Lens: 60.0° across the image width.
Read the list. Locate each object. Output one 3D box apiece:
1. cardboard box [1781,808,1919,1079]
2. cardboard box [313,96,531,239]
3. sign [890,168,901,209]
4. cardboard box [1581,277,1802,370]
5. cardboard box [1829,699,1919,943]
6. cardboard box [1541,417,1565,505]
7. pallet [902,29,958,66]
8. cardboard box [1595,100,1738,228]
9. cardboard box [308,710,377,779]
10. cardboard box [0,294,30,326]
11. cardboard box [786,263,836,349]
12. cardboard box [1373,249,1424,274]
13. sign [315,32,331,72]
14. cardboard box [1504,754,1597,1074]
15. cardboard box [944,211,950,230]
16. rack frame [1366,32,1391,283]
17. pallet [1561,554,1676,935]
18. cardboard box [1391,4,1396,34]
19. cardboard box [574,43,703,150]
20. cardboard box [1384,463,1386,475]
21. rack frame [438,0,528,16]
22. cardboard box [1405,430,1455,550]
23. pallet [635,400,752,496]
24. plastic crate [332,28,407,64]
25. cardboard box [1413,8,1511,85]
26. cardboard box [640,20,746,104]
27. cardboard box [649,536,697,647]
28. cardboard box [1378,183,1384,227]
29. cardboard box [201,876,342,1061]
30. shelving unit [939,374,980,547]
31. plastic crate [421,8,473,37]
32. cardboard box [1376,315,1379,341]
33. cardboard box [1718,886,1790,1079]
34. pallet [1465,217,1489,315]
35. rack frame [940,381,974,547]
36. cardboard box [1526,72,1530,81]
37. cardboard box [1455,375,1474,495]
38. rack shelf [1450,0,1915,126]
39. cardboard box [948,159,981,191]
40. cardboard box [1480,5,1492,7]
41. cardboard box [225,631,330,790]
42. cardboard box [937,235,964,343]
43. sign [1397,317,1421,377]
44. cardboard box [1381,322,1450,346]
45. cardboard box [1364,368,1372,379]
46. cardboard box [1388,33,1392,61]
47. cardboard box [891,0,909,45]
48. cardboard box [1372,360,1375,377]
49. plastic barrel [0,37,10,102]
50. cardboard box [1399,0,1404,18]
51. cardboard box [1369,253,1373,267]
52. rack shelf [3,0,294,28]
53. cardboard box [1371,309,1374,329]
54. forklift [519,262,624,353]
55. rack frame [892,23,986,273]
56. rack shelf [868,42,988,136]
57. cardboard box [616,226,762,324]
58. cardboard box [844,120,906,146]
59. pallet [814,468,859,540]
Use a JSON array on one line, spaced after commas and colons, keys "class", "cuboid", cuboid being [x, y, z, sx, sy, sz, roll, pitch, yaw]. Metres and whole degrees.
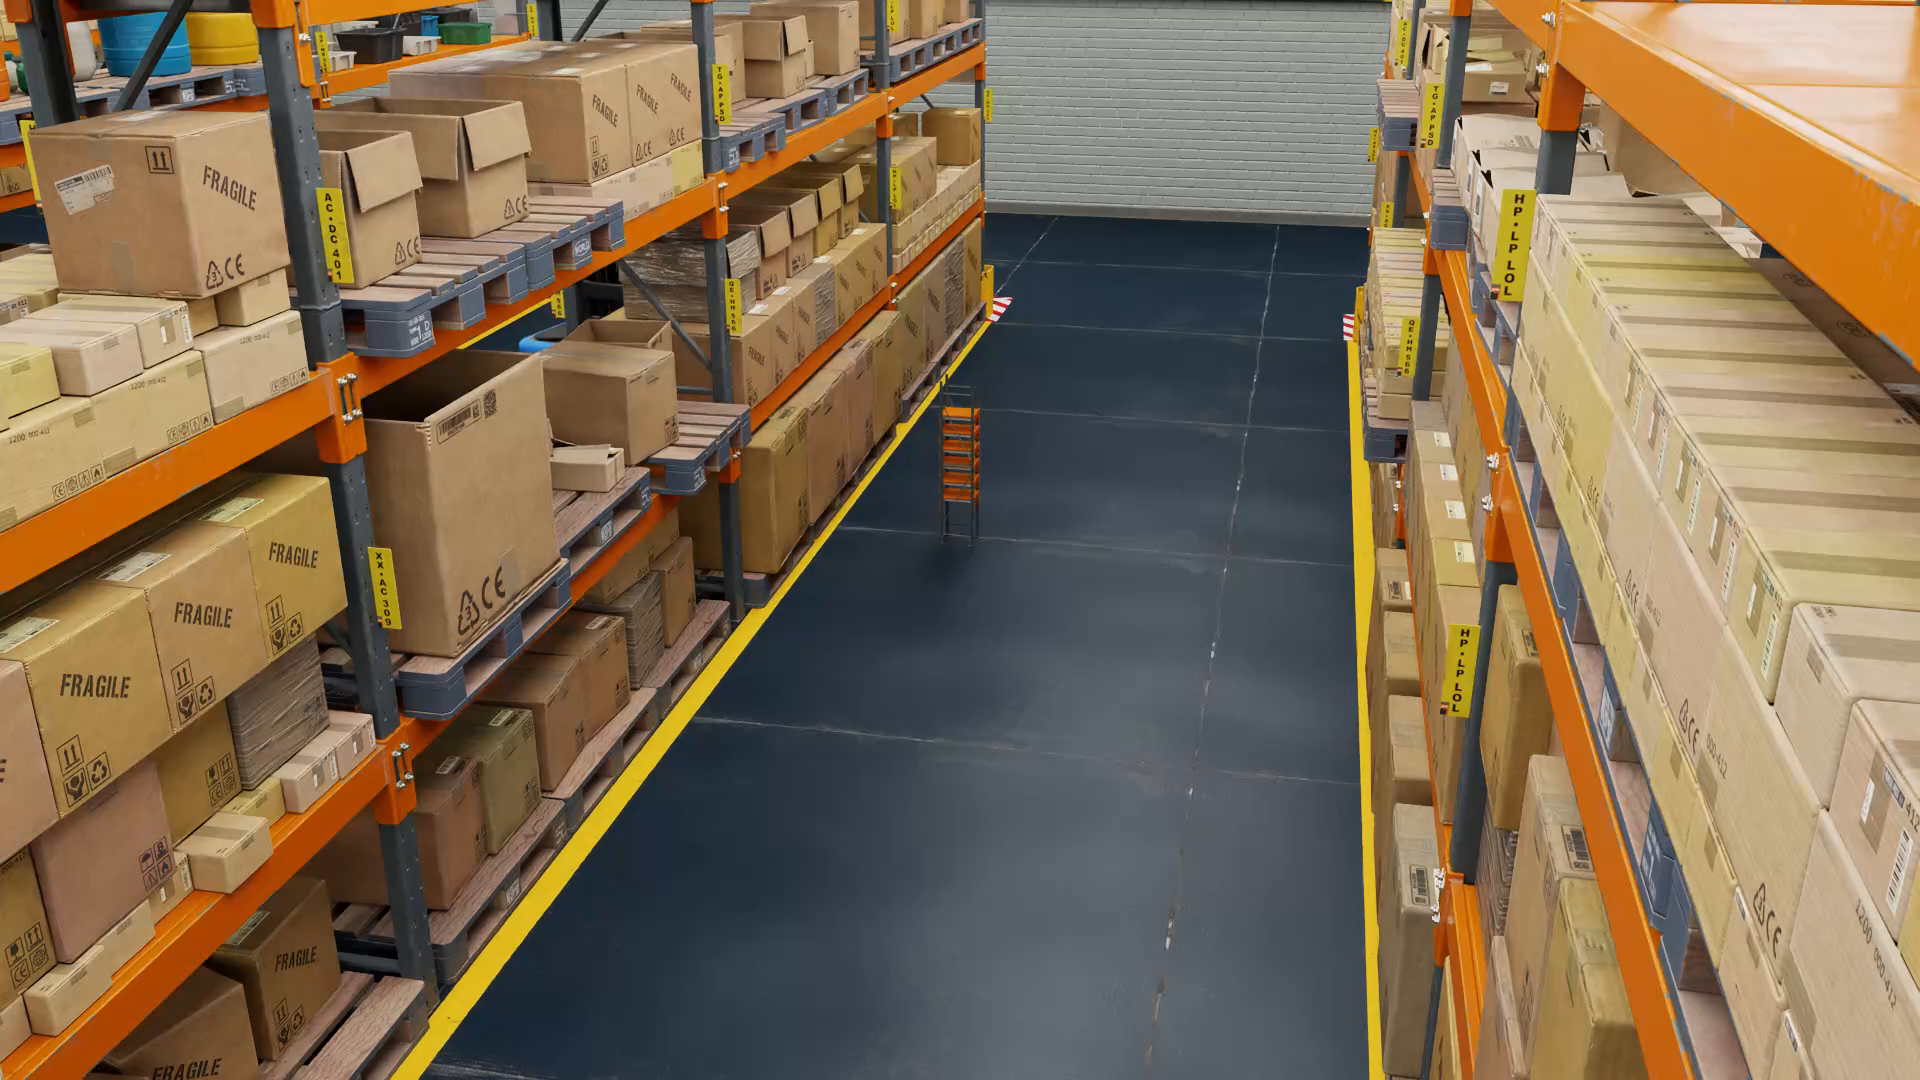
[{"class": "cardboard box", "cuboid": [1.154, 0.521, 1.636, 0.500, 0.250, 0.500, 5, 22, 12]}, {"class": "cardboard box", "cuboid": [-2.307, -1.599, 7.092, 0.797, 0.503, 0.637, 5, 23, 13]}, {"class": "sign", "cuboid": [-0.525, -2.844, 13.456, 0.100, 0.325, 0.005, 4, 22, 11]}, {"class": "cardboard box", "cuboid": [1.531, -0.446, 3.504, 0.380, 0.149, 0.250, 5, 22, 11]}, {"class": "cardboard box", "cuboid": [1.117, 0.296, 1.660, 0.380, 0.149, 0.250, 5, 22, 11]}, {"class": "cardboard box", "cuboid": [1.582, -0.172, 3.890, 0.380, 0.149, 0.250, 4, 22, 10]}, {"class": "pallet", "cuboid": [-0.630, -4.475, 15.053, 1.003, 0.211, 1.213, 4, 22, 11]}, {"class": "cardboard box", "cuboid": [2.880, -1.525, 6.780, 0.500, 0.500, 0.500, 4, 22, 11]}, {"class": "cardboard box", "cuboid": [-2.447, 0.762, 6.282, 0.380, 0.149, 0.250, 4, 22, 11]}, {"class": "cardboard box", "cuboid": [-3.123, -0.666, 5.145, 0.380, 0.149, 0.250, 5, 22, 11]}, {"class": "cardboard box", "cuboid": [-1.201, -1.681, 11.878, 0.500, 0.500, 0.500, 5, 22, 11]}, {"class": "cardboard box", "cuboid": [3.087, -1.924, 11.594, 0.380, 0.149, 0.250, 4, 22, 10]}, {"class": "sign", "cuboid": [-5.369, -4.112, 14.021, 0.100, 0.325, 0.005, 4, 22, 11]}, {"class": "cardboard box", "cuboid": [1.792, 0.918, 3.912, 0.875, 0.550, 0.550, 4, 22, 11]}, {"class": "cardboard box", "cuboid": [-0.305, -3.013, 15.656, 0.380, 0.149, 0.250, 5, 22, 12]}, {"class": "rack frame", "cuboid": [4.593, -3.429, 16.353, 1.000, 3.000, 0.127, 4, 22, 11]}, {"class": "pallet", "cuboid": [1.716, 0.353, 3.066, 1.003, 0.211, 1.213, 4, 22, 11]}, {"class": "cardboard box", "cuboid": [4.143, -4.651, 14.903, 0.500, 0.250, 0.500, 4, 22, 10]}, {"class": "cardboard box", "cuboid": [-1.727, -2.394, 8.966, 0.500, 0.500, 0.500, 5, 22, 12]}, {"class": "cardboard box", "cuboid": [3.055, -0.527, 10.926, 0.500, 0.250, 0.500, 5, 22, 12]}, {"class": "rack frame", "cuboid": [-5.091, -7.004, 17.200, 1.000, 3.000, 0.127, 4, 22, 11]}, {"class": "cardboard box", "cuboid": [2.503, -0.220, 8.251, 0.500, 0.500, 0.500, 4, 22, 10]}, {"class": "pallet", "cuboid": [-1.916, -0.561, 9.487, 1.213, 0.211, 1.003, 4, 22, 11]}, {"class": "plastic crate", "cuboid": [-5.385, -4.523, 15.229, 0.497, 0.269, 0.590, 4, 22, 11]}, {"class": "cardboard box", "cuboid": [3.592, -3.469, 11.740, 0.700, 0.500, 0.500, 4, 22, 11]}, {"class": "cardboard box", "cuboid": [-1.731, -3.102, 10.829, 0.500, 0.500, 0.500, 6, 23, 14]}, {"class": "cardboard box", "cuboid": [-1.992, 0.284, 9.891, 0.700, 0.500, 0.500, 3, 22, 8]}, {"class": "cardboard box", "cuboid": [3.809, -2.721, 14.062, 0.500, 0.500, 0.500, 4, 22, 11]}, {"class": "cardboard box", "cuboid": [-2.812, 1.652, 6.519, 0.500, 0.500, 0.500, 4, 22, 9]}, {"class": "shelving unit", "cuboid": [-0.003, -0.551, 11.616, 0.258, 1.200, 0.189, 4, 22, 11]}, {"class": "plastic crate", "cuboid": [-5.442, -5.433, 17.488, 0.497, 0.269, 0.590, 4, 22, 11]}, {"class": "cardboard box", "cuboid": [2.824, -1.311, 10.471, 0.380, 0.149, 0.250, 4, 22, 11]}, {"class": "cardboard box", "cuboid": [1.168, 0.573, 2.041, 0.380, 0.149, 0.250, 5, 22, 12]}, {"class": "pallet", "cuboid": [2.656, -1.158, 6.952, 1.003, 0.211, 1.213, 6, 23, 13]}, {"class": "rack frame", "cuboid": [-0.022, -0.518, 11.533, 0.240, 1.200, 0.006, 4, 22, 11]}, {"class": "cardboard box", "cuboid": [3.529, -2.496, 9.888, 0.500, 0.500, 0.500, 4, 22, 11]}, {"class": "cardboard box", "cuboid": [2.655, -0.477, 7.551, 0.700, 0.500, 0.500, 4, 22, 10]}, {"class": "rack shelf", "cuboid": [2.552, -2.035, 6.360, 1.077, 0.370, 4.000, 4, 22, 11]}, {"class": "cardboard box", "cuboid": [-0.081, -3.715, 16.865, 0.500, 0.250, 0.500, 4, 22, 10]}, {"class": "cardboard box", "cuboid": [4.255, -4.077, 12.945, 0.380, 0.149, 0.250, 4, 22, 9]}, {"class": "cardboard box", "cuboid": [-2.843, 0.520, 6.015, 0.875, 0.500, 0.500, 4, 22, 11]}, {"class": "cardboard box", "cuboid": [-0.480, -2.480, 16.279, 0.875, 0.875, 0.875, 4, 22, 11]}, {"class": "sign", "cuboid": [2.427, -1.042, 8.981, 0.100, 0.325, 0.005, 4, 22, 11]}, {"class": "cardboard box", "cuboid": [2.665, -1.163, 9.705, 0.380, 0.149, 0.250, 4, 22, 10]}, {"class": "cardboard box", "cuboid": [3.734, -1.386, 14.535, 0.380, 0.149, 0.250, 4, 22, 11]}, {"class": "cardboard box", "cuboid": [4.251, -4.606, 15.461, 0.500, 0.250, 0.500, 5, 23, 13]}, {"class": "cardboard box", "cuboid": [-0.843, -4.547, 14.284, 0.700, 0.500, 0.500, 6, 23, 14]}, {"class": "cardboard box", "cuboid": [3.651, -1.453, 13.903, 0.380, 0.149, 0.250, 4, 22, 10]}, {"class": "plastic barrel", "cuboid": [-6.605, -3.289, 10.852, 0.600, 0.830, 0.708, 4, 22, 11]}, {"class": "cardboard box", "cuboid": [3.843, -4.409, 13.769, 0.380, 0.149, 0.250, 4, 22, 10]}, {"class": "cardboard box", "cuboid": [3.246, -2.073, 12.363, 0.380, 0.149, 0.250, 5, 22, 12]}, {"class": "rack shelf", "cuboid": [-3.099, -1.172, 3.684, 1.077, 0.370, 4.000, 4, 22, 11]}, {"class": "cardboard box", "cuboid": [2.985, -1.457, 11.231, 0.380, 0.149, 0.250, 4, 22, 10]}, {"class": "forklift", "cuboid": [-2.393, -2.347, 13.758, 1.130, 2.935, 3.031, 9, 24, 21]}, {"class": "rack frame", "cuboid": [-0.242, -3.844, 17.383, 1.000, 3.000, 0.127, 4, 22, 11]}, {"class": "rack shelf", "cuboid": [-0.650, -4.170, 15.141, 1.077, 0.370, 4.000, 4, 22, 11]}, {"class": "cardboard box", "cuboid": [-1.710, -1.696, 10.573, 0.797, 0.503, 0.637, 5, 23, 13]}, {"class": "cardboard box", "cuboid": [-0.806, -3.733, 15.905, 0.500, 0.500, 0.500, 4, 22, 9]}, {"class": "pallet", "cuboid": [-1.389, -0.352, 12.446, 1.003, 0.211, 1.213, 4, 22, 11]}]
